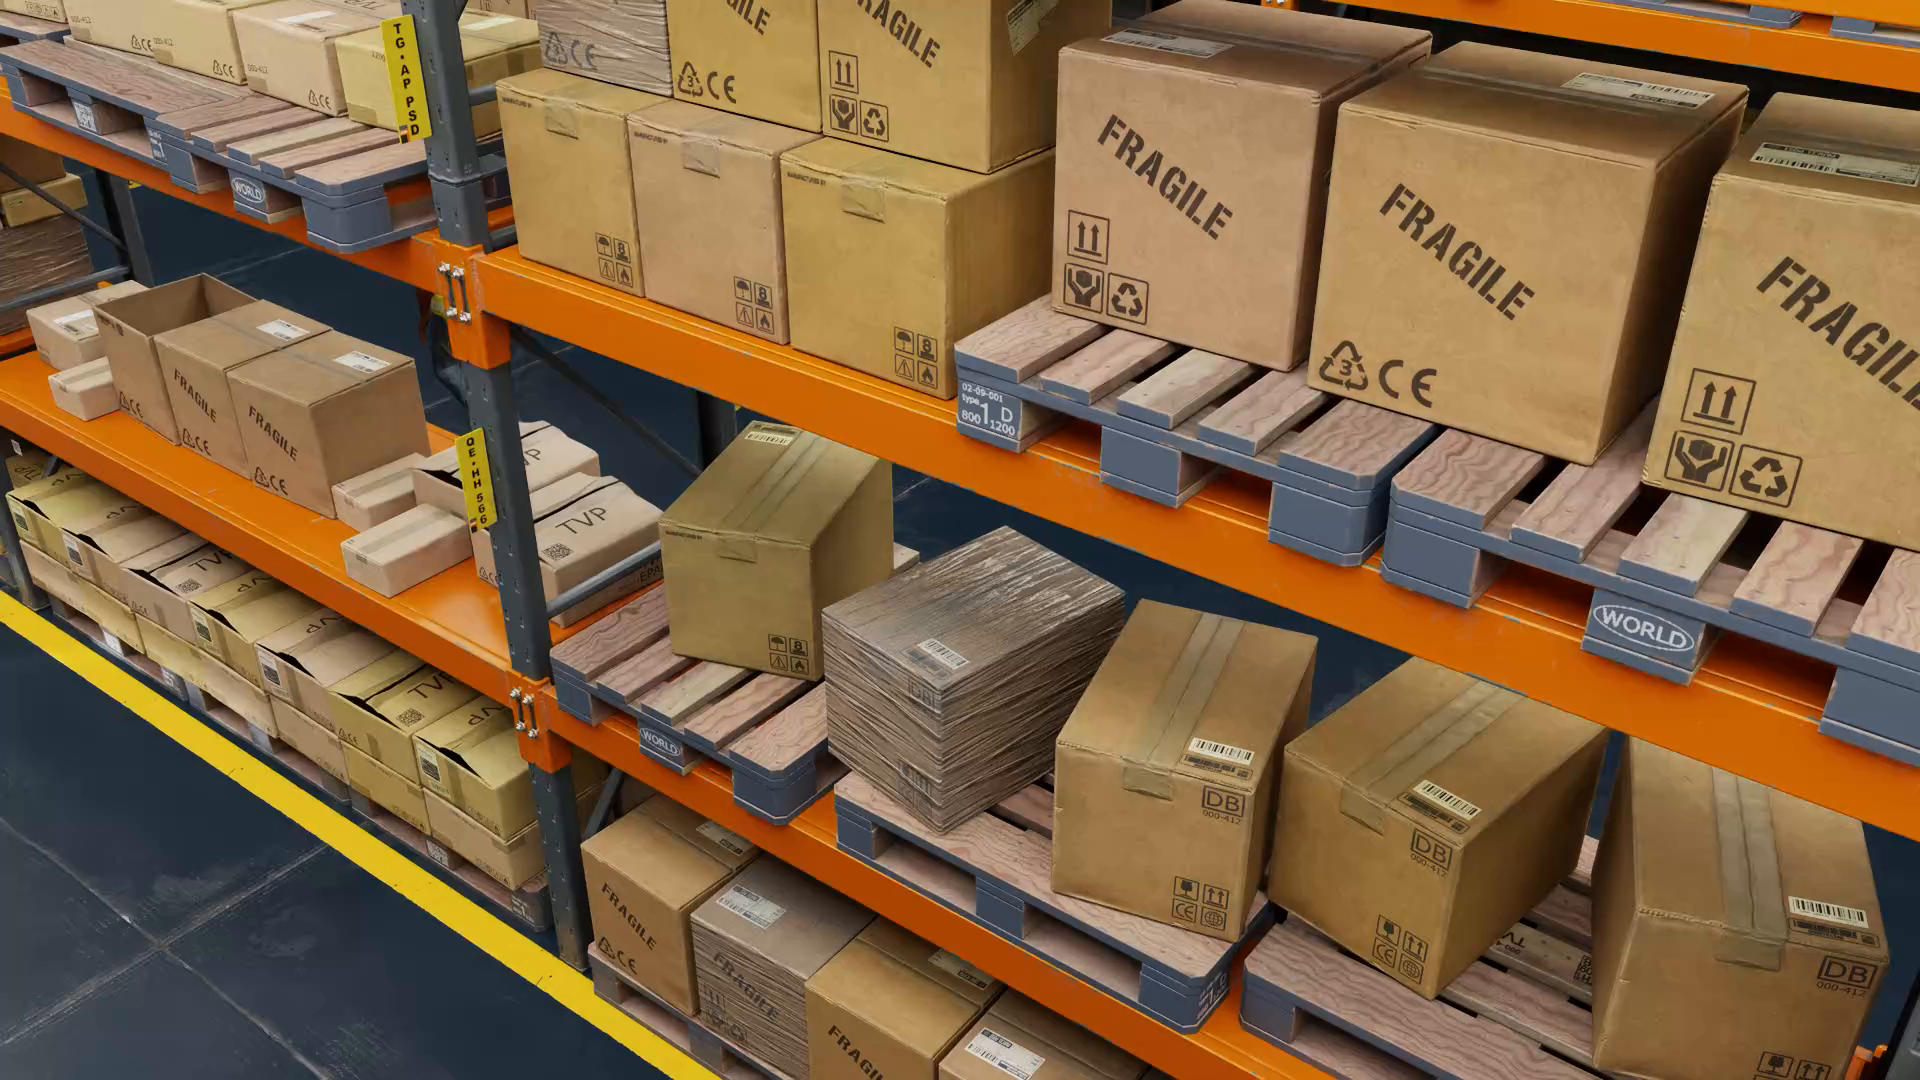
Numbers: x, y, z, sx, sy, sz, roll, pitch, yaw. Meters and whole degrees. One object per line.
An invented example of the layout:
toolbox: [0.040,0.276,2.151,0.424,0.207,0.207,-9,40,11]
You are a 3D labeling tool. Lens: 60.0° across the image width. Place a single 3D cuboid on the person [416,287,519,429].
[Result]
person: [-2.728,-1.300,9.255,0.586,1.753,0.647,-27,40,-37]
